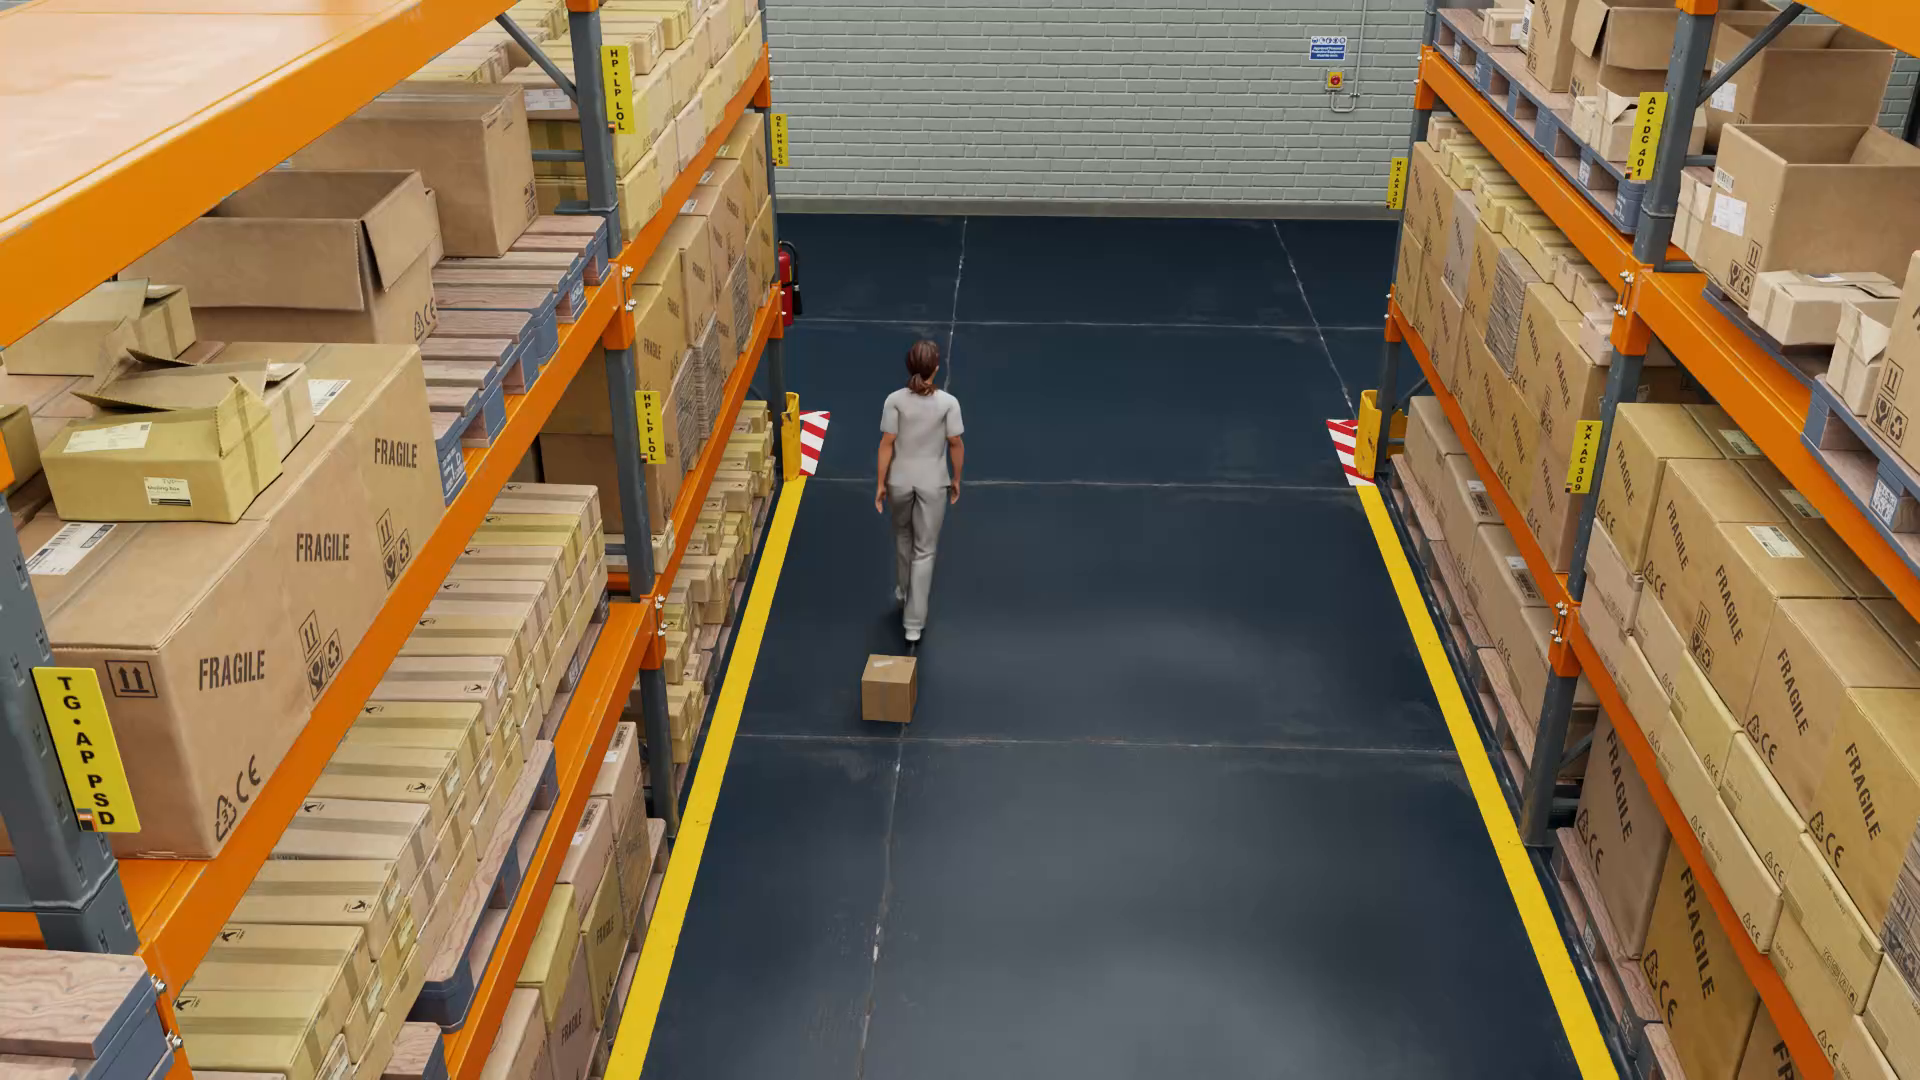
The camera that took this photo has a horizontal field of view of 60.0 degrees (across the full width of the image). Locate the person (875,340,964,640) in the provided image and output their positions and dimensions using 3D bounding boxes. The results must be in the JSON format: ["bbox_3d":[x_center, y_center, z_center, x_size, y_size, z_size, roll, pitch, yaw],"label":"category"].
[{"bbox_3d":[-0.216,-0.255,9.189,0.470,1.655,0.685,4,28,7],"label":"person"}]
